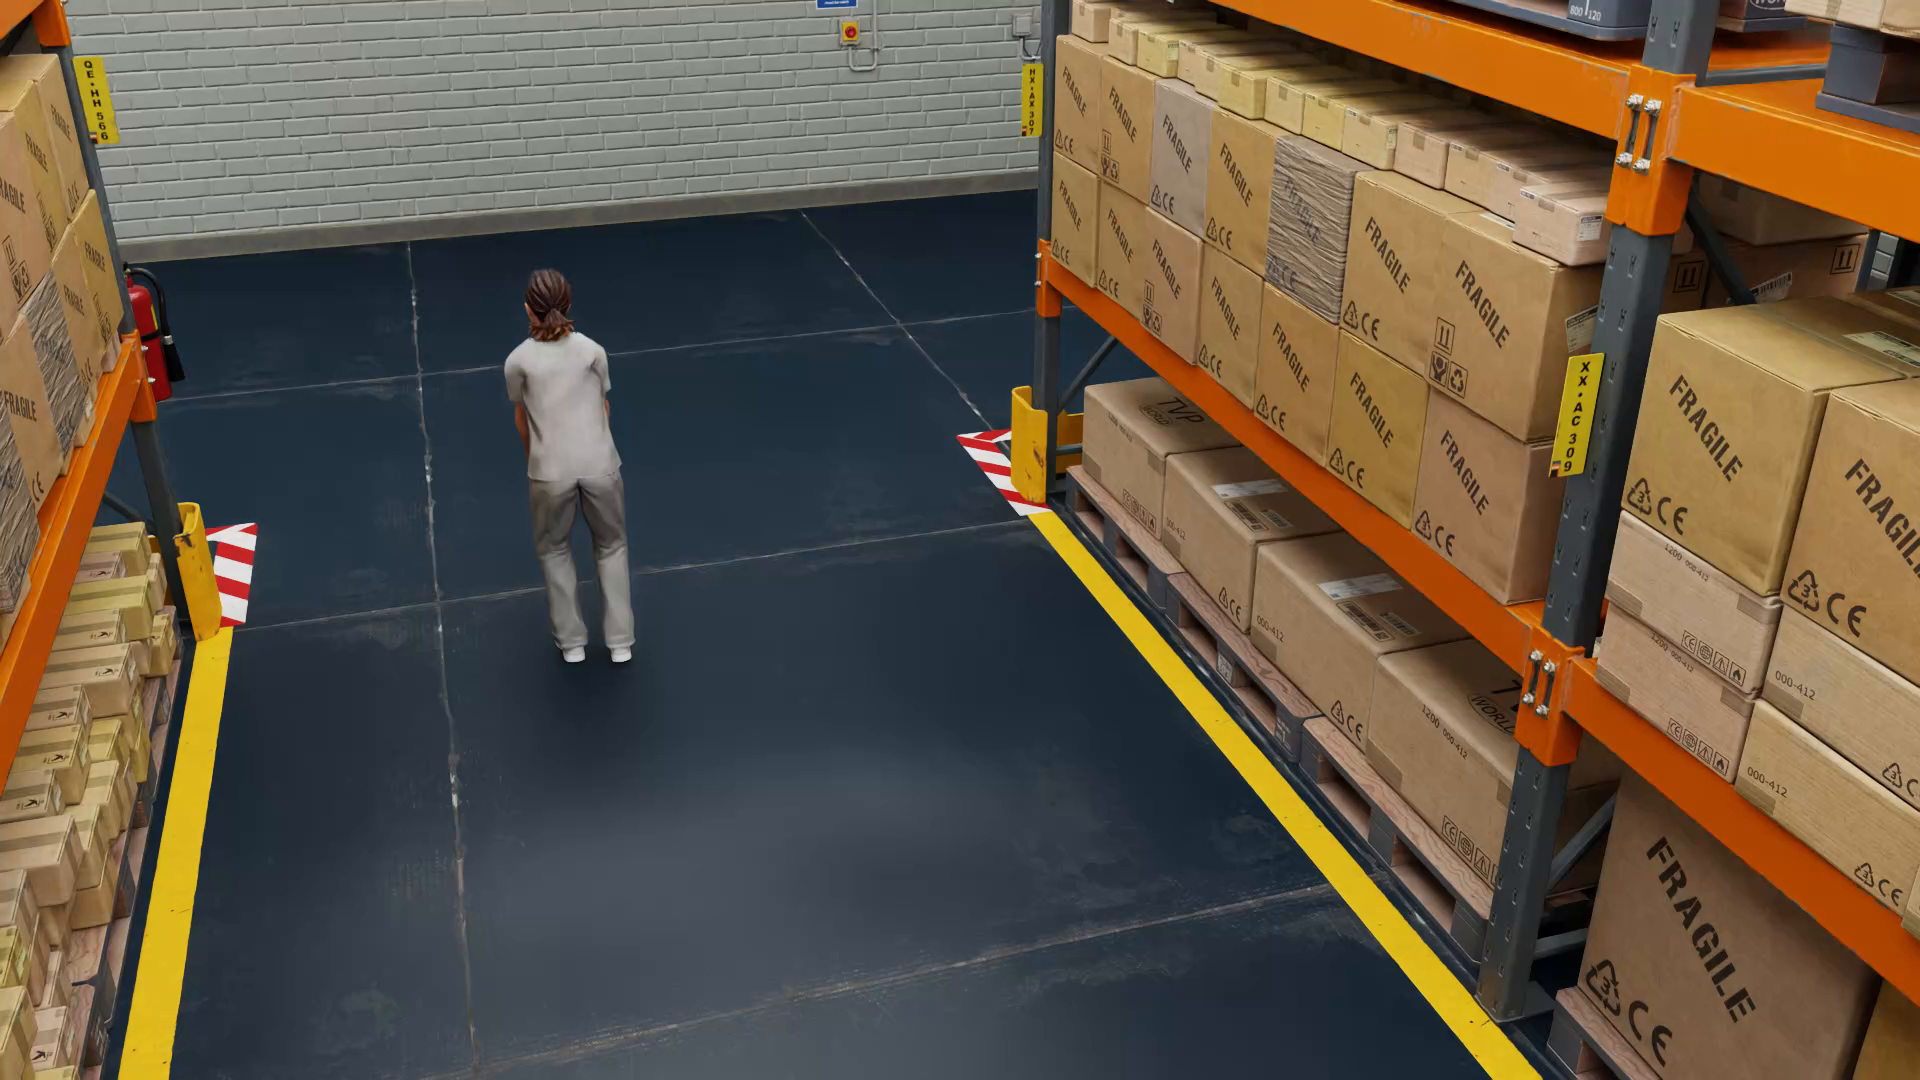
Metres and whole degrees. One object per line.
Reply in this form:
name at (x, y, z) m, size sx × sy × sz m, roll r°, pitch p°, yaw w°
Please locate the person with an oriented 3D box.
person at (-1.587, -0.292, 6.743) m, size 0.410 × 1.645 × 0.529 m, roll -9°, pitch 28°, yaw -17°
